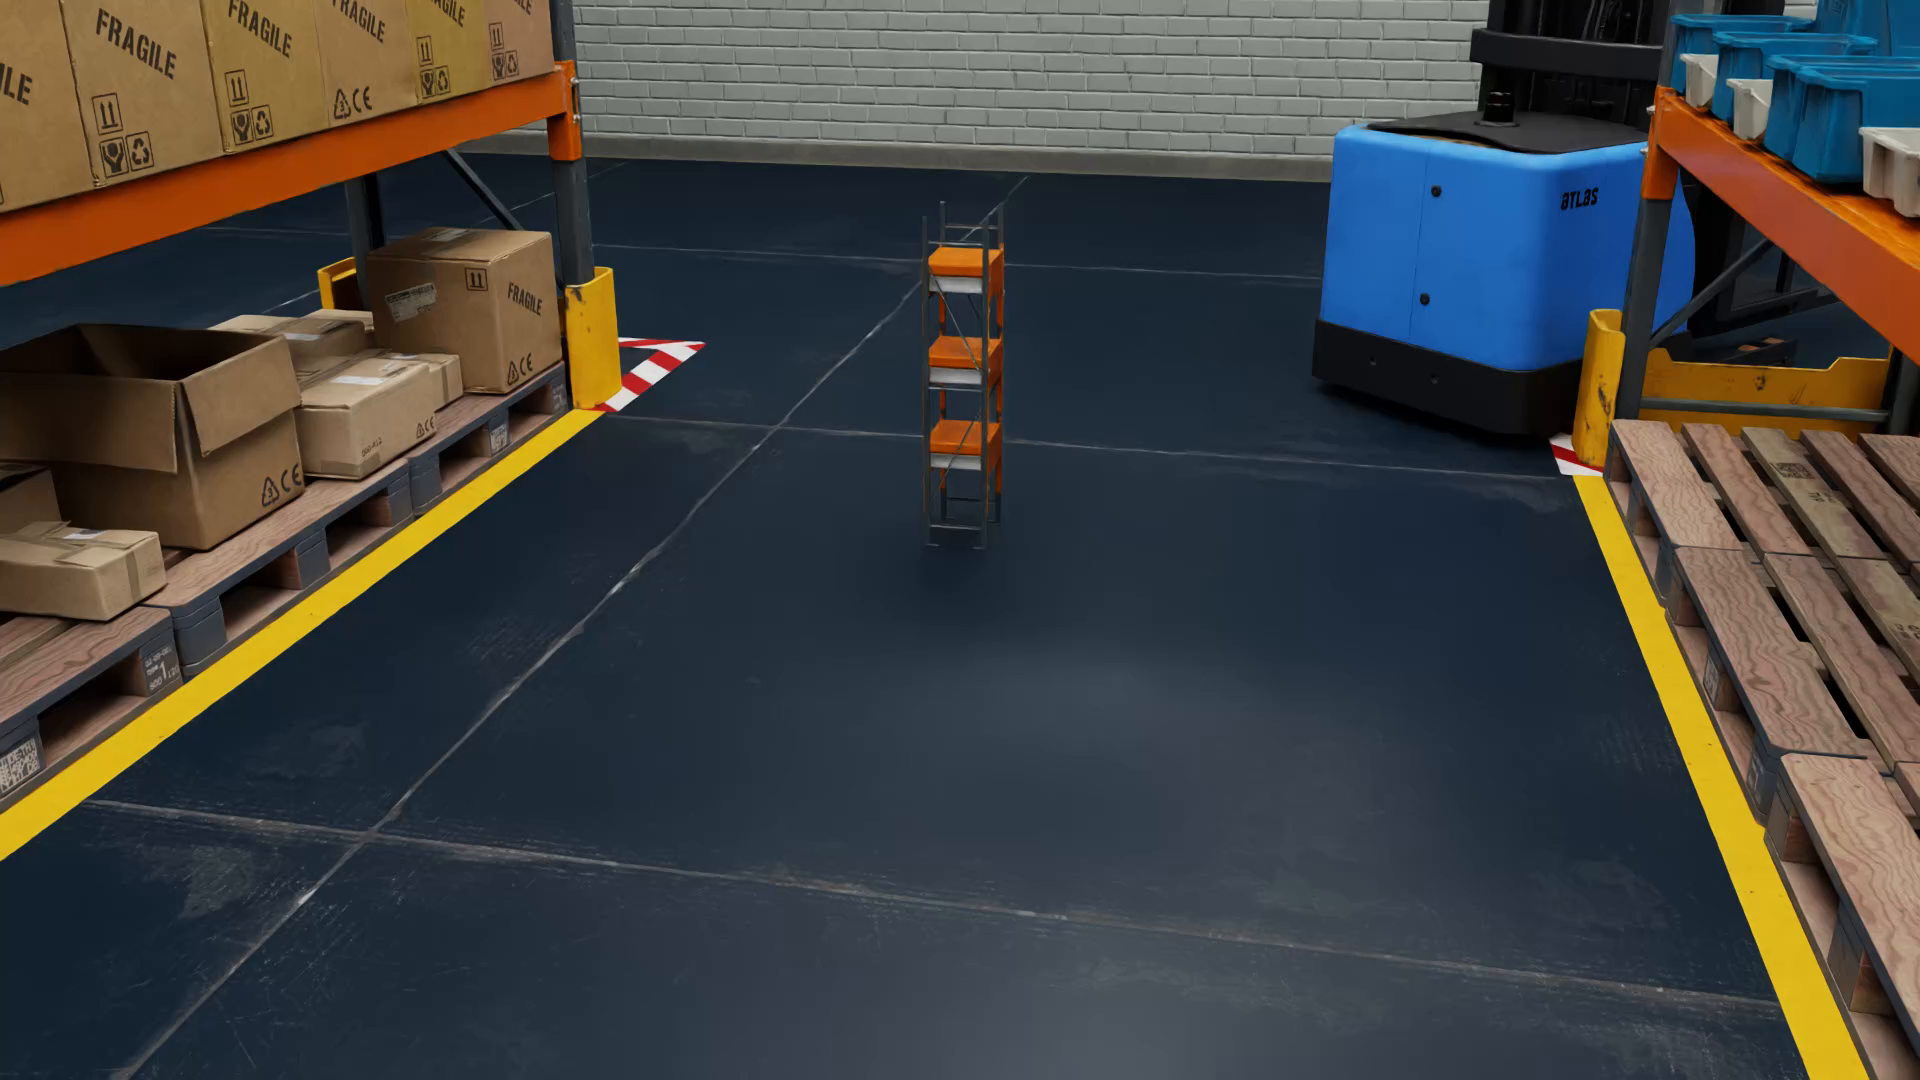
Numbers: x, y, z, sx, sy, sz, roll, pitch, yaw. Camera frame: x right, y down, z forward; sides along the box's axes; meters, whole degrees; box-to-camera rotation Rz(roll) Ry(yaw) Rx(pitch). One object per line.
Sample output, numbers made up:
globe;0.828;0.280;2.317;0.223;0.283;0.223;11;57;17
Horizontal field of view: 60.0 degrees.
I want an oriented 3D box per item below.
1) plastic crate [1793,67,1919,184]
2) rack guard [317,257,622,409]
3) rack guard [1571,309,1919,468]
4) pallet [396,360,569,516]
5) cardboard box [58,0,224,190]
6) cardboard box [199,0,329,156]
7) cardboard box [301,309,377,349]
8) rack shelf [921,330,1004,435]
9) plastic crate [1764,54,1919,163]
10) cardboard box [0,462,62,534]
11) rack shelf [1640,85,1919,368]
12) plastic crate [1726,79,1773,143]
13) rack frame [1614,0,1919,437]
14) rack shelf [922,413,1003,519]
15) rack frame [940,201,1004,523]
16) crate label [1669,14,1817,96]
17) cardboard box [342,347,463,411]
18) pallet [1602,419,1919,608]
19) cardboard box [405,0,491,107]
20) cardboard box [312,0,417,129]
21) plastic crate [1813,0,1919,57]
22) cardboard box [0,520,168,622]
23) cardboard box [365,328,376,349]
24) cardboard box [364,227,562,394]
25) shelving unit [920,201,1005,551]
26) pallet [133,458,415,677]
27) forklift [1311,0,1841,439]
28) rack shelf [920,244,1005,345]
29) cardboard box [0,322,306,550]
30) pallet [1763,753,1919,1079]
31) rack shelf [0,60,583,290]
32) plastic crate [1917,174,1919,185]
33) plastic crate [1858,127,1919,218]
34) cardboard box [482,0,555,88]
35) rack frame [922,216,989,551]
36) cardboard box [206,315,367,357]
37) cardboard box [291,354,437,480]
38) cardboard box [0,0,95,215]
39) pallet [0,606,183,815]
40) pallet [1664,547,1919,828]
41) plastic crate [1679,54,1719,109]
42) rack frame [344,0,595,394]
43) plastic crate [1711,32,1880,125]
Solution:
plastic crate;2.161;-0.960;3.867;0.416;0.233;0.300;4;22;11
rack guard;-2.000;-0.858;6.816;1.175;0.500;0.348;4;22;11
rack guard;2.856;-0.517;5.968;1.175;0.500;0.348;4;22;11
pallet;-2.162;-0.433;6.146;1.003;0.211;1.213;4;22;11
cardboard box;-2.225;-1.165;4.098;0.500;0.500;0.500;4;22;11
cardboard box;-2.122;-1.351;4.560;0.500;0.500;0.500;4;22;10
cardboard box;-2.407;-0.800;6.553;0.380;0.149;0.250;4;22;11
rack shelf;0.011;-0.497;5.210;0.215;0.259;0.240;4;22;11
plastic crate;2.222;-1.070;4.139;0.416;0.233;0.300;4;22;11
cardboard box;-2.809;-0.044;4.458;0.500;0.311;0.500;4;22;11
rack shelf;2.455;-0.602;3.795;1.077;0.370;4.000;4;22;11
plastic crate;2.206;-1.148;4.461;0.250;0.136;0.298;4;22;11
rack frame;2.864;-1.667;5.477;1.000;3.000;0.127;4;22;11
rack shelf;0.011;-0.239;5.314;0.215;0.259;0.240;4;22;11
rack frame;0.036;-0.551;5.317;0.200;1.050;0.008;4;22;11
crate label;2.491;-1.552;5.335;0.416;0.233;0.303;4;22;11
cardboard box;-2.025;-0.577;5.974;0.380;0.166;0.250;4;22;11
pallet;2.657;-0.075;5.256;1.003;0.211;1.213;4;22;11
cardboard box;-1.912;-1.718;5.469;0.500;0.500;0.500;5;22;11
cardboard box;-2.019;-1.536;5.017;0.500;0.500;0.500;5;22;11
plastic crate;2.978;-1.574;5.120;0.616;0.435;0.499;4;22;11
cardboard box;-2.337;0.073;4.360;0.380;0.166;0.250;4;22;11
cardboard box;-2.458;-0.717;6.323;0.380;0.166;0.250;4;22;11
cardboard box;-1.855;-0.873;6.262;0.500;0.500;0.500;4;22;11
shelving unit;0.011;-0.507;5.206;0.215;1.050;0.252;4;22;11
pallet;-2.413;0.012;5.041;1.003;0.211;1.213;4;22;11
forklift;2.942;-2.154;6.780;3.031;2.935;1.130;-15;26;-33
rack shelf;0.011;-0.760;5.104;0.215;0.259;0.240;4;22;11
cardboard box;-2.423;-0.316;4.877;0.797;0.503;0.637;4;22;11
pallet;2.159;0.818;3.041;1.003;0.211;1.213;4;22;11
rack shelf;-2.393;-0.981;4.736;1.077;0.370;4.000;4;22;11
plastic crate;2.013;-0.534;2.952;0.437;0.125;0.590;4;22;11
plastic crate;2.108;-0.769;3.521;0.293;0.136;0.466;4;22;11
cardboard box;-1.810;-1.908;5.941;0.500;0.500;0.500;5;23;13
rack frame;-0.014;-0.462;5.095;0.200;1.050;0.008;4;22;11
cardboard box;-2.475;-0.614;5.955;0.500;0.250;0.500;4;22;11
cardboard box;-2.078;-0.412;5.452;0.500;0.250;0.500;4;22;11
cardboard box;-2.329;-0.982;3.644;0.500;0.500;0.500;5;22;12
pallet;-2.660;0.460;3.930;1.003;0.211;1.213;4;22;11
pallet;2.406;0.370;4.152;1.003;0.211;1.213;4;22;11
plastic crate;2.344;-1.396;5.077;0.250;0.136;0.298;4;22;11
rack frame;-1.985;-2.046;6.418;1.000;3.000;0.127;4;22;11
plastic crate;2.357;-1.311;4.737;0.416;0.233;0.300;4;22;11
